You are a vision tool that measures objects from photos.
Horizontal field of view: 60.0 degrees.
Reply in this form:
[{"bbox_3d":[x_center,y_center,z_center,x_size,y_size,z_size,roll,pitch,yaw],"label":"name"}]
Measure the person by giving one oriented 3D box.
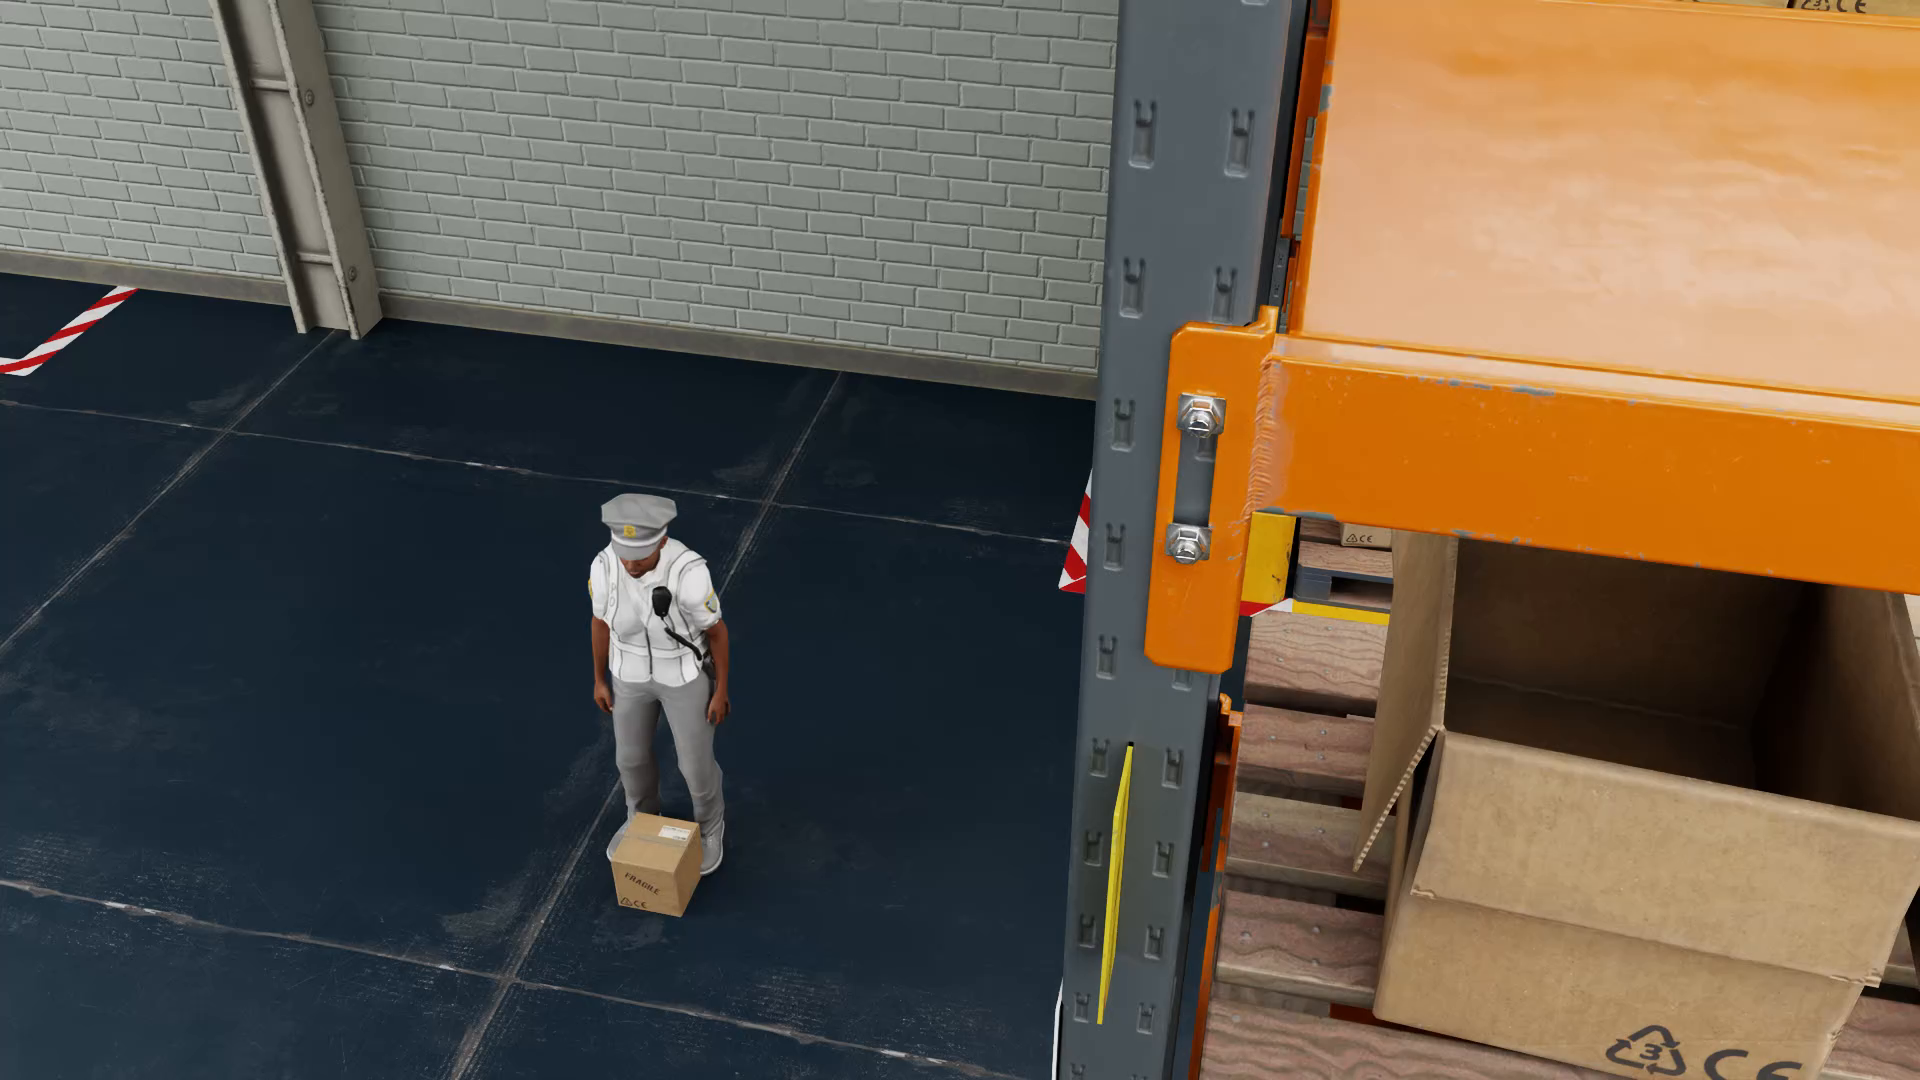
[{"bbox_3d":[-1.081,0.507,5.968,0.532,1.664,0.391,6,37,7],"label":"person"}]
